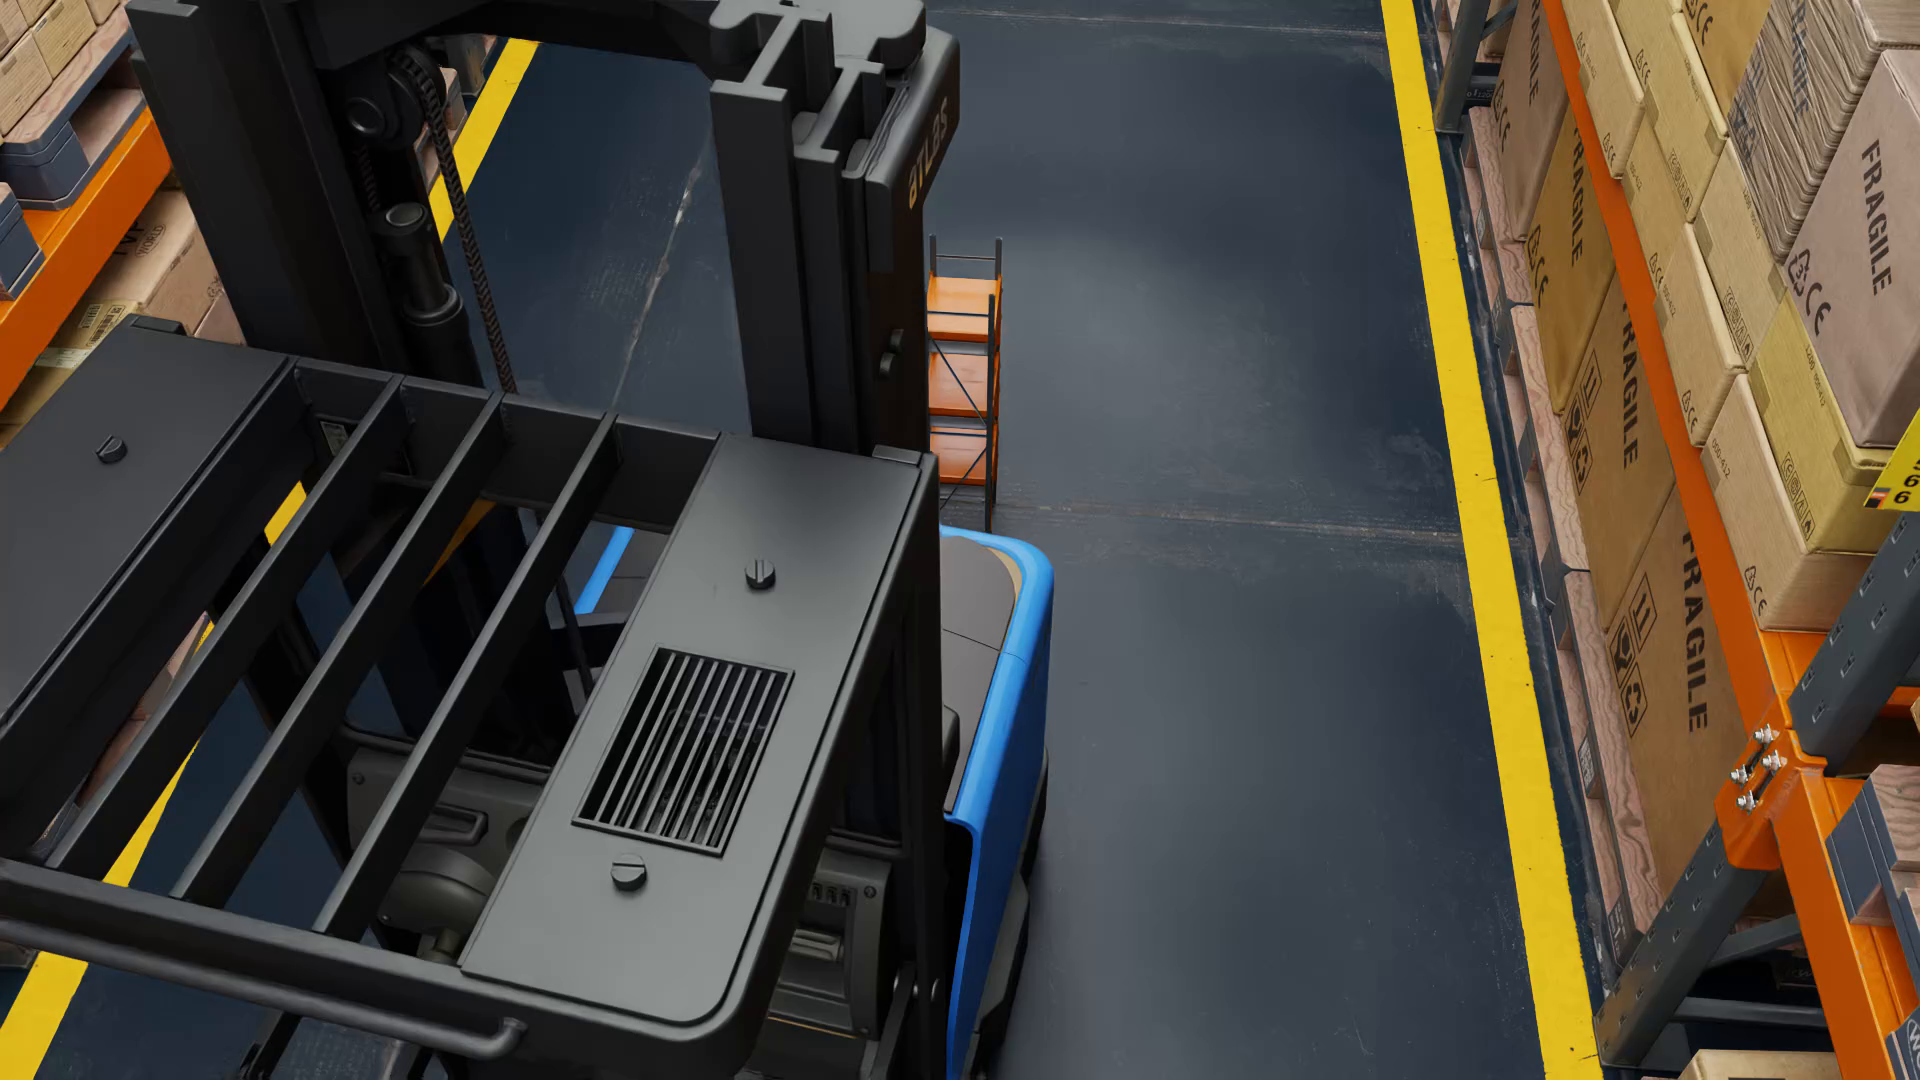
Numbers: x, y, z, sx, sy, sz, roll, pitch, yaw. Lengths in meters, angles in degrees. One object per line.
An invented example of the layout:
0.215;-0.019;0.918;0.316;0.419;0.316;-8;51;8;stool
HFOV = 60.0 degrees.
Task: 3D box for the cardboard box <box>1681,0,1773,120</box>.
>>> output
1.947;-1.245;3.611;0.500;0.500;0.500;4;48;4;cardboard box

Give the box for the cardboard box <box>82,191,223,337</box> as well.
-2.461;-0.770;4.823;0.500;0.250;0.500;4;48;4;cardboard box

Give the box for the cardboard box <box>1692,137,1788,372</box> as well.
1.904;-0.602;3.531;0.500;0.250;0.500;3;48;3;cardboard box

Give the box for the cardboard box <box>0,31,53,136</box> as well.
-2.533;-1.155;4.159;0.380;0.149;0.250;5;48;5;cardboard box

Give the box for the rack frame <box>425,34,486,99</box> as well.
-2.504;-2.932;5.899;1.000;3.000;0.127;4;48;4;rack frame

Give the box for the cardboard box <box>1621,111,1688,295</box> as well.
1.950;-0.818;4.067;0.500;0.250;0.500;3;48;3;cardboard box

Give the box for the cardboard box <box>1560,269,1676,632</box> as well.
2.301;-0.316;4.662;0.875;0.875;0.875;4;48;4;cardboard box

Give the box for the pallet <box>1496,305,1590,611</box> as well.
2.331;-0.262;5.346;1.003;0.211;1.213;4;48;4;pallet

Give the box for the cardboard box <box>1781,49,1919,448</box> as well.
1.857;-0.503;2.932;0.500;0.500;0.500;3;48;2;cardboard box

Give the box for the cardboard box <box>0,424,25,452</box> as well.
-2.565;-0.035;4.150;0.500;0.250;0.500;2;48;2;cardboard box

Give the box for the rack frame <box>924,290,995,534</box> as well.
-0.006;-0.304;4.817;0.200;1.050;0.008;4;48;4;rack frame

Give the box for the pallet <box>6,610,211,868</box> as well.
-2.796;0.374;4.765;1.003;0.211;1.213;4;48;4;pallet

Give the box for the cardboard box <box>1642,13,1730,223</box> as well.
1.930;-0.980;3.876;0.500;0.250;0.500;3;48;3;cardboard box

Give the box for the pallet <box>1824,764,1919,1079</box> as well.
2.111;0.861;2.559;1.213;0.211;1.003;4;48;4;pallet

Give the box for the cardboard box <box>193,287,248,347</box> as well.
-2.466;-0.541;5.121;0.500;0.500;0.500;3;48;3;cardboard box

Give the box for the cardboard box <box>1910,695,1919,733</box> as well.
1.798;0.305;2.384;0.500;0.500;0.500;3;48;2;cardboard box

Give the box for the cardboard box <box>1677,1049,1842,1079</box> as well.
2.008;1.425;3.410;0.950;0.372;0.625;1;48;1;cardboard box

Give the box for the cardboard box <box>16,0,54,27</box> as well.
-2.509;-1.438;4.217;0.380;0.149;0.250;3;48;3;cardboard box

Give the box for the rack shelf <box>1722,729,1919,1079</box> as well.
1.888;1.978;1.895;1.077;0.370;4.000;4;48;4;rack shelf

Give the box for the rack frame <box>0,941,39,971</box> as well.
-2.869;0.007;3.211;1.000;3.000;0.127;4;48;4;rack frame

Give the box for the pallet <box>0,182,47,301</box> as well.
-2.910;-0.459;3.767;1.213;0.211;1.003;4;48;4;pallet

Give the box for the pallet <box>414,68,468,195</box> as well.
-2.574;-1.419;6.405;1.003;0.211;1.213;4;48;4;pallet

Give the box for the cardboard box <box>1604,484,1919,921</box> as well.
2.216;0.339;4.062;0.875;0.875;0.875;3;48;3;cardboard box

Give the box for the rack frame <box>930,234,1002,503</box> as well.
0.016;-0.483;4.981;0.200;1.050;0.008;4;48;4;rack frame

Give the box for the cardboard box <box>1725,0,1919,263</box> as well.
1.895;-0.881;3.277;0.500;0.500;0.500;5;48;4;cardboard box

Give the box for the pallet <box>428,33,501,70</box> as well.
-2.478;-2.487;7.382;1.003;0.211;1.213;4;48;4;pallet

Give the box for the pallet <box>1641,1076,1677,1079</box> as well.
1.997;1.781;3.478;1.003;0.211;1.213;4;48;4;pallet

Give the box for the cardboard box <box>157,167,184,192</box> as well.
-2.414;-1.153;5.173;0.500;0.250;0.500;2;48;2;cardboard box

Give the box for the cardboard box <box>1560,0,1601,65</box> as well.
2.023;-1.562;4.747;0.500;0.250;0.500;4;48;3;cardboard box

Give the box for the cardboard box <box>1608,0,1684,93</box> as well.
1.977;-1.362;4.225;0.500;0.250;0.500;3;48;2;cardboard box

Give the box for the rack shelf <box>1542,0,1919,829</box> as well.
2.252;-0.961;4.584;1.077;0.370;4.000;4;48;4;rack shelf

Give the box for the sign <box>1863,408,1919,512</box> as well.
1.517;-0.160;2.579;0.100;0.325;0.005;4;48;4;sign

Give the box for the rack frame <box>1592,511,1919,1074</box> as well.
2.070;0.266;2.974;1.000;3.000;0.127;4;48;4;rack frame

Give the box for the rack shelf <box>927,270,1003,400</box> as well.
0.005;-0.578;4.697;0.215;0.259;0.240;4;48;4;rack shelf

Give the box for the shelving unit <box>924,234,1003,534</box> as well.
0.005;-0.394;4.899;0.215;1.050;0.252;4;48;4;shelving unit

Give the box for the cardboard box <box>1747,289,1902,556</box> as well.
1.861;-0.225;3.186;0.500;0.250;0.500;4;48;3;cardboard box

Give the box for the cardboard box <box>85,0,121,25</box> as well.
-2.483;-1.531;4.503;0.380;0.149;0.250;2;48;2;cardboard box

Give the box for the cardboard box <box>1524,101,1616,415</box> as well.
2.383;-0.973;5.262;0.875;0.875;0.875;5;48;5;cardboard box

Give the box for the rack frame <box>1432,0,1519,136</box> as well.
2.434;-2.674;5.663;1.000;3.000;0.127;4;48;4;rack frame

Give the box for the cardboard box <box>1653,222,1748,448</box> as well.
1.888;-0.449;3.730;0.500;0.250;0.500;5;48;4;cardboard box

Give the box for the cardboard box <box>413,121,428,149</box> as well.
-2.321;-1.670;6.154;0.500;0.500;0.500;3;48;3;cardboard box

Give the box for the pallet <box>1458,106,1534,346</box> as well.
2.439;-1.160;6.168;1.003;0.211;1.213;4;48;4;pallet

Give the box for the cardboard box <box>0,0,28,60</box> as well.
-2.535;-1.256;4.050;0.380;0.149;0.250;4;48;4;cardboard box

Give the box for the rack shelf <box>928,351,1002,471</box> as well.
0.005;-0.387;4.906;0.215;0.259;0.240;4;48;4;rack shelf

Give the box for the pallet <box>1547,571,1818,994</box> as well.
2.217;0.633;4.528;1.003;0.211;1.213;4;48;4;pallet

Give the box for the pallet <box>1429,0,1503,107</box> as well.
2.582;-2.286;7.198;1.003;0.211;1.213;4;48;4;pallet

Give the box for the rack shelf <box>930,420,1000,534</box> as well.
0.005;-0.199;5.111;0.215;0.259;0.240;4;48;4;rack shelf

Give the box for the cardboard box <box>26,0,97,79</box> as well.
-2.508;-1.340;4.328;0.380;0.149;0.250;4;48;4;cardboard box

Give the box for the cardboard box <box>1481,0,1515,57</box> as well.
2.599;-2.405;6.868;0.875;0.438;0.875;3;48;3;cardboard box

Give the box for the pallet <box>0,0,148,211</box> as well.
-2.729;-1.386;4.615;1.003;0.211;1.213;4;48;4;pallet

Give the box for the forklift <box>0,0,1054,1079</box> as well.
-0.624;0.715;2.610;1.130;2.935;3.031;10;48;9;forklift

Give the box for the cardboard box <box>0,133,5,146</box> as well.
-2.555;-0.959;3.980;0.380;0.149;0.250;6;48;5;cardboard box

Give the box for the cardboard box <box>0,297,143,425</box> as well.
-2.519;-0.407;4.491;0.500;0.250;0.500;3;48;3;cardboard box

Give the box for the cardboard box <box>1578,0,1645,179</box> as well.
1.969;-1.195;4.412;0.500;0.250;0.500;3;48;3;cardboard box

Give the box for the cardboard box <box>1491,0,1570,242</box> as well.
2.458;-1.637;5.870;0.875;0.875;0.875;5;48;5;cardboard box

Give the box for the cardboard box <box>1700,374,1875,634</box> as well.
1.857;-0.073;3.385;0.500;0.250;0.500;2;48;2;cardboard box
